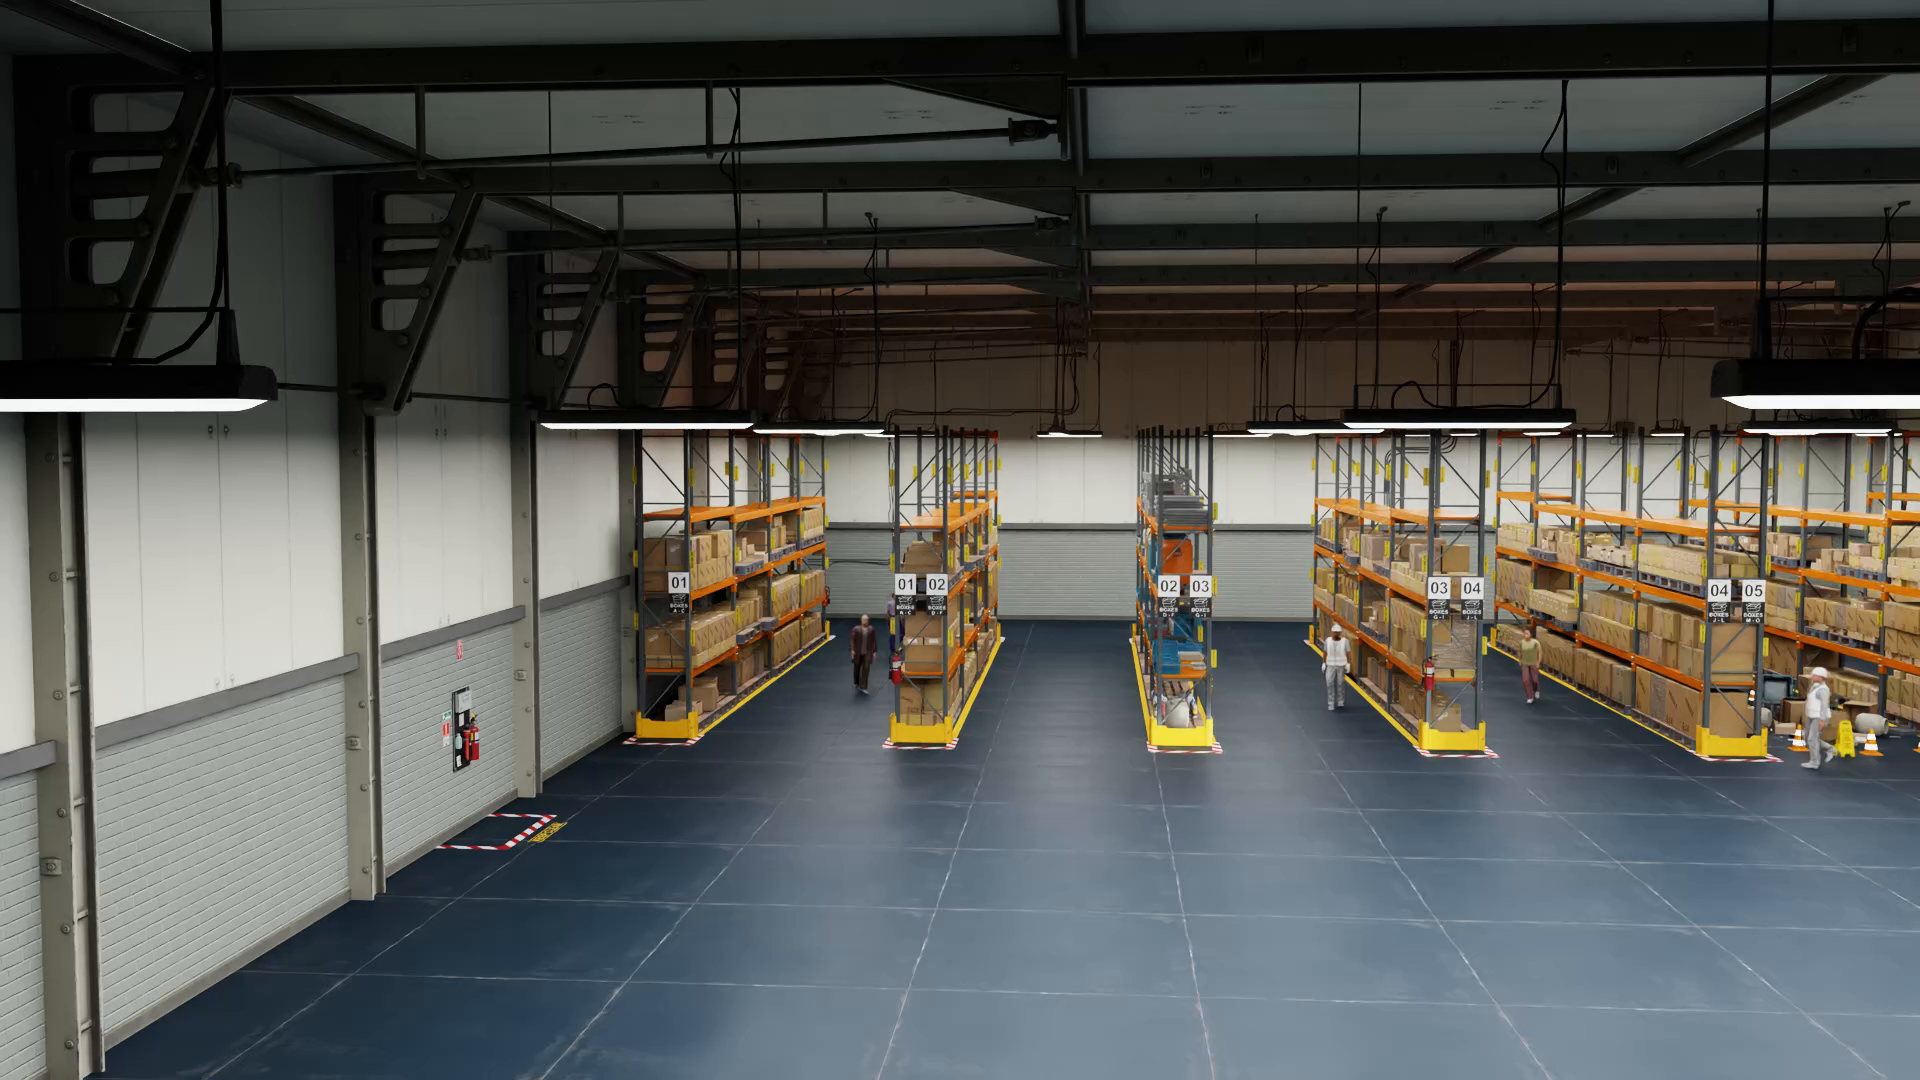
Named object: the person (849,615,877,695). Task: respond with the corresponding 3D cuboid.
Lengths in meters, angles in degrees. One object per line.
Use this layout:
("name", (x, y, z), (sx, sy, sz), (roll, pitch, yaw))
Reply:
("person", (-2.193, 2.584, 37.830), (0.692, 1.768, 0.893), (-1, 4, -16))

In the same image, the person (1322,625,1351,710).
("person", (8.031, 2.712, 35.498), (0.628, 1.822, 0.585), (1, 4, 23))

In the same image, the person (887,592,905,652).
("person", (-1.764, 2.217, 44.754), (0.526, 1.648, 0.477), (3, 4, 36))

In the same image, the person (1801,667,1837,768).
("person", (14.985, 3.087, 28.939), (0.664, 1.762, 0.543), (0, 3, 4))

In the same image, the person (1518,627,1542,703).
("person", (12.501, 2.718, 36.436), (0.508, 1.645, 0.647), (2, 4, 29))
